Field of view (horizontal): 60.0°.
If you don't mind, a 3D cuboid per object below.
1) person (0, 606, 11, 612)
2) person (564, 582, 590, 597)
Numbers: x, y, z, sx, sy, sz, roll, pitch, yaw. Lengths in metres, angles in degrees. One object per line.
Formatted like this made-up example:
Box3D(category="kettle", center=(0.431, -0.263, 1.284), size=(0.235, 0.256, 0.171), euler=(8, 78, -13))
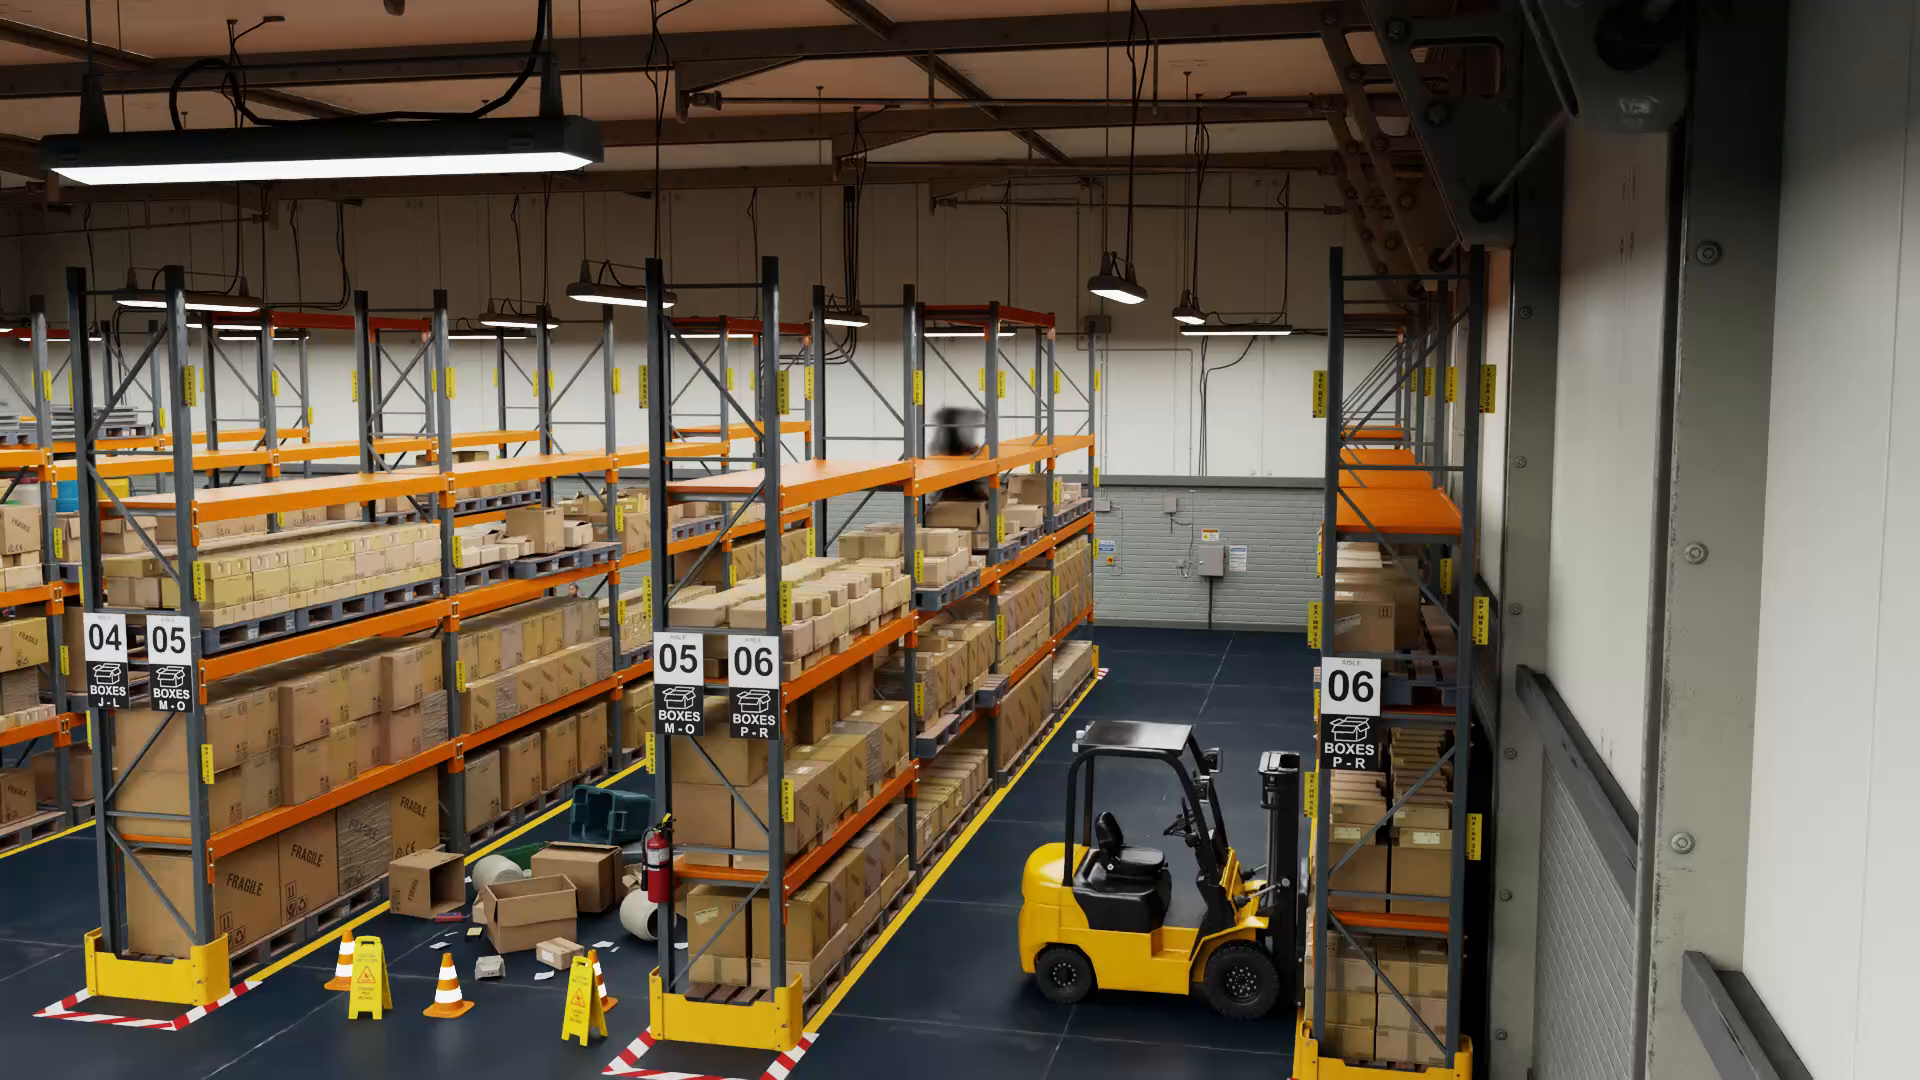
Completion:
Box3D(category="person", center=(-19.596, 0.814, 34.457), size=(0.536, 1.666, 0.786), euler=(3, 7, 28))
Box3D(category="person", center=(-6.633, 1.485, 28.896), size=(0.607, 1.539, 0.767), euler=(0, 6, 2))
